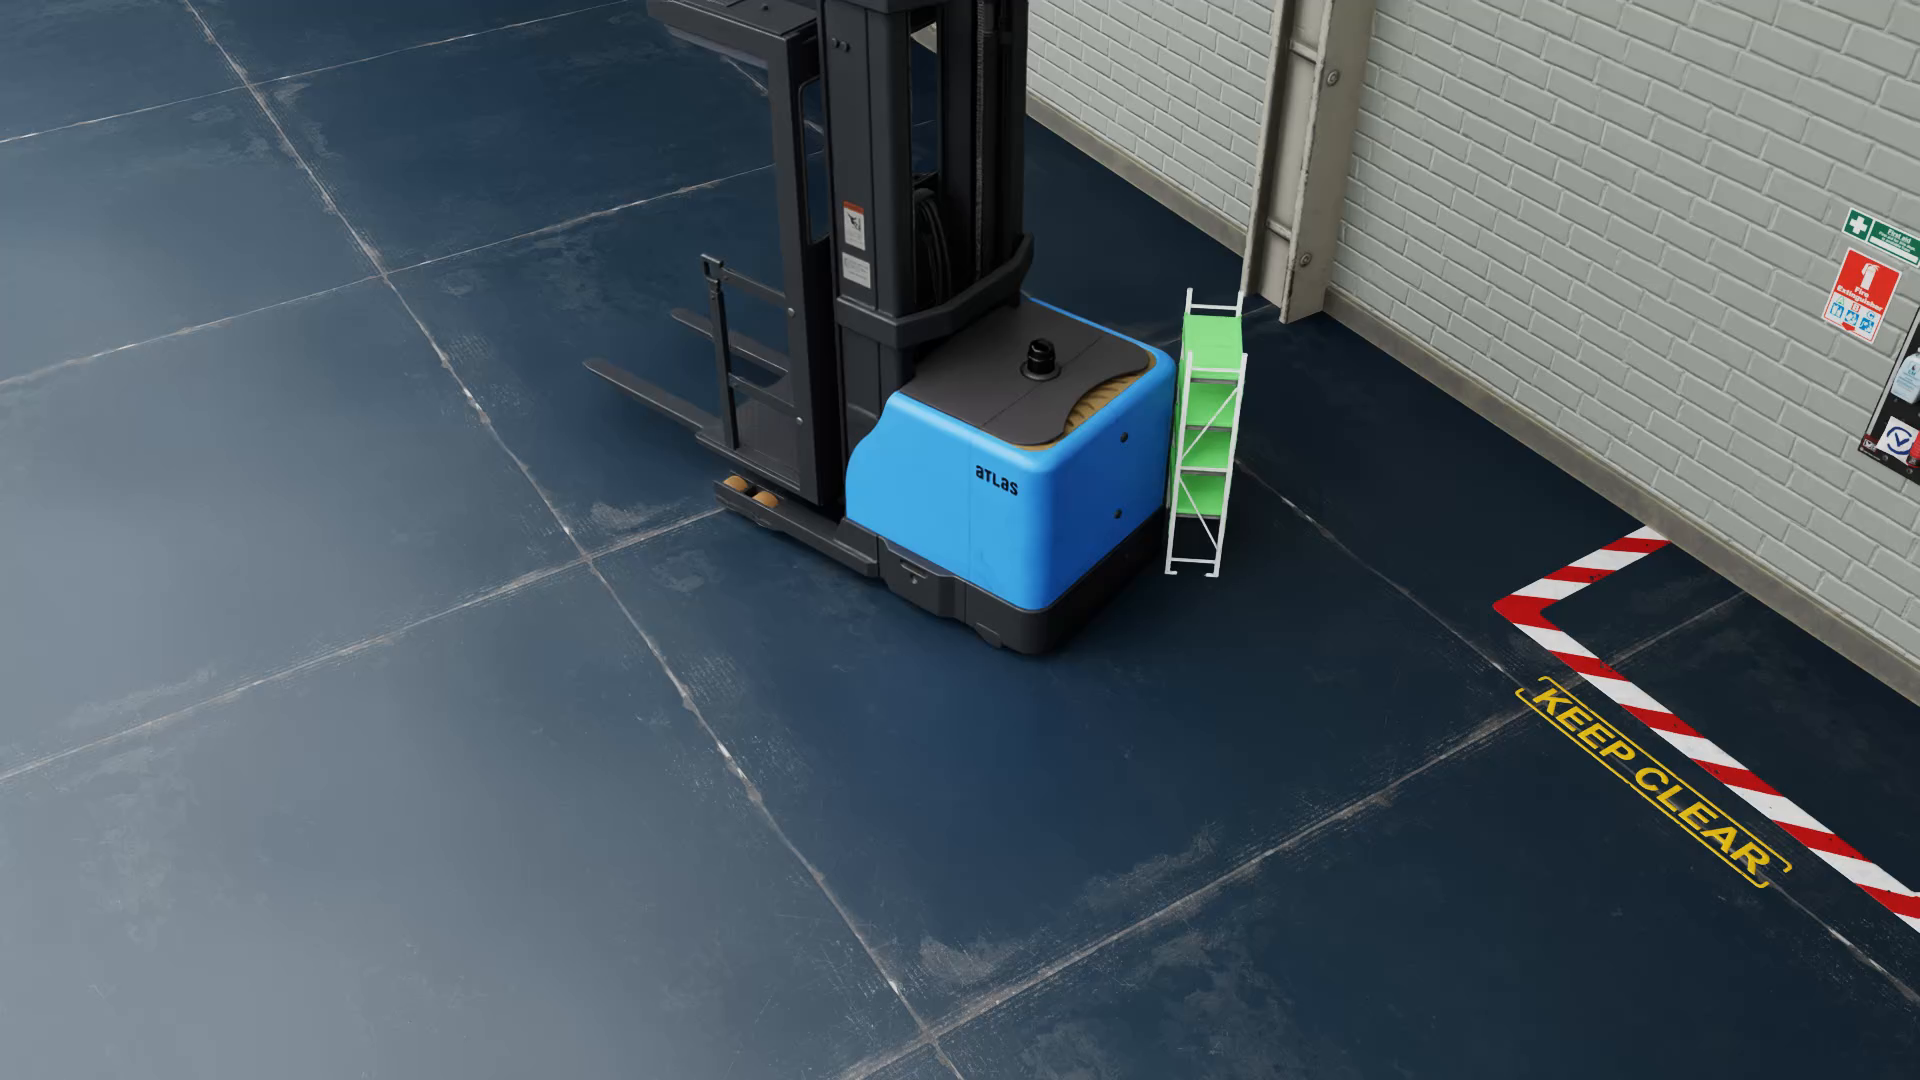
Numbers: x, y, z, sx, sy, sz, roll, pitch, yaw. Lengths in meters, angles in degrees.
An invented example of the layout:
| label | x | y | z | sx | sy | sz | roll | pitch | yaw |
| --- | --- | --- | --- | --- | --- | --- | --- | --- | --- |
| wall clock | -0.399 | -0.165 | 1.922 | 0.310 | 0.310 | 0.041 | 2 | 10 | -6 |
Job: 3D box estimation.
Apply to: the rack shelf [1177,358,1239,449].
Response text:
| label | x | y | z | sx | sy | sz | roll | pitch | yaw |
| --- | --- | --- | --- | --- | --- | --- | --- | --- | --- |
| rack shelf | 1.077 | -0.595 | 7.251 | 0.258 | 0.148 | 0.480 | 4 | 40 | 4 |

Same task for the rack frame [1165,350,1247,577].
| label | x | y | z | sx | sy | sz | roll | pitch | yaw |
| --- | --- | --- | --- | --- | --- | --- | --- | --- | --- |
| rack frame | 1.053 | -0.304 | 7.177 | 0.240 | 1.200 | 0.015 | 4 | 40 | 4 |

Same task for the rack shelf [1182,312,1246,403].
| label | x | y | z | sx | sy | sz | roll | pitch | yaw |
| --- | --- | --- | --- | --- | --- | --- | --- | --- | --- |
| rack shelf | 1.077 | -0.779 | 7.098 | 0.258 | 0.148 | 0.480 | 4 | 40 | 4 |

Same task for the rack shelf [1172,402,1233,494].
| label | x | y | z | sx | sy | sz | roll | pitch | yaw |
| --- | --- | --- | --- | --- | --- | --- | --- | --- | --- |
| rack shelf | 1.077 | -0.410 | 7.405 | 0.258 | 0.148 | 0.480 | 4 | 40 | 4 |

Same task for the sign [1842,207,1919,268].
| label | x | y | z | sx | sy | sz | roll | pitch | yaw |
| --- | --- | --- | --- | --- | --- | --- | --- | --- | --- |
| sign | 3.531 | -1.157 | 6.353 | 0.001 | 0.109 | 0.331 | -22 | 45 | -24 |

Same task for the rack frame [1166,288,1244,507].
| label | x | y | z | sx | sy | sz | roll | pitch | yaw |
| --- | --- | --- | --- | --- | --- | --- | --- | --- | --- |
| rack frame | 1.102 | -0.615 | 7.550 | 0.240 | 1.200 | 0.015 | 4 | 40 | 4 |

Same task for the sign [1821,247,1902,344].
| label | x | y | z | sx | sy | sz | roll | pitch | yaw |
| --- | --- | --- | --- | --- | --- | --- | --- | --- | --- |
| sign | 3.536 | -0.959 | 6.530 | 0.001 | 0.329 | 0.234 | -22 | 45 | -24 |

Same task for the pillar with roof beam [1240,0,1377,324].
| label | x | y | z | sx | sy | sz | roll | pitch | yaw |
| --- | --- | --- | --- | --- | --- | --- | --- | --- | --- |
| pillar with roof beam | -1.813 | -3.326 | 4.712 | 9.100 | 9.000 | 0.400 | -22 | 45 | -24 |

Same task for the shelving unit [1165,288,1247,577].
| label | x | y | z | sx | sy | sz | roll | pitch | yaw |
| --- | --- | --- | --- | --- | --- | --- | --- | --- | --- |
| shelving unit | 1.077 | -0.459 | 7.364 | 0.258 | 1.200 | 0.503 | 4 | 40 | 4 |

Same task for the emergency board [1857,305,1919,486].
| label | x | y | z | sx | sy | sz | roll | pitch | yaw |
| --- | --- | --- | --- | --- | --- | --- | --- | --- | --- |
| emergency board | 3.747 | -0.611 | 6.140 | 0.194 | 1.169 | 0.643 | -22 | 45 | -24 |

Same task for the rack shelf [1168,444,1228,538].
| label | x | y | z | sx | sy | sz | roll | pitch | yaw |
| --- | --- | --- | --- | --- | --- | --- | --- | --- | --- |
| rack shelf | 1.077 | -0.226 | 7.559 | 0.258 | 0.148 | 0.480 | 4 | 40 | 4 |

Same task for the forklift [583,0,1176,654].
| label | x | y | z | sx | sy | sz | roll | pitch | yaw |
| --- | --- | --- | --- | --- | --- | --- | --- | --- | --- |
| forklift | -0.538 | -1.424 | 7.170 | 3.031 | 2.935 | 1.130 | 27 | 47 | 29 |

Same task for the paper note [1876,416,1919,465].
| label | x | y | z | sx | sy | sz | roll | pitch | yaw |
| --- | --- | --- | --- | --- | --- | --- | --- | --- | --- |
| paper note | 3.710 | -0.392 | 6.566 | 0.016 | 0.148 | 0.142 | -22 | 45 | -24 |
